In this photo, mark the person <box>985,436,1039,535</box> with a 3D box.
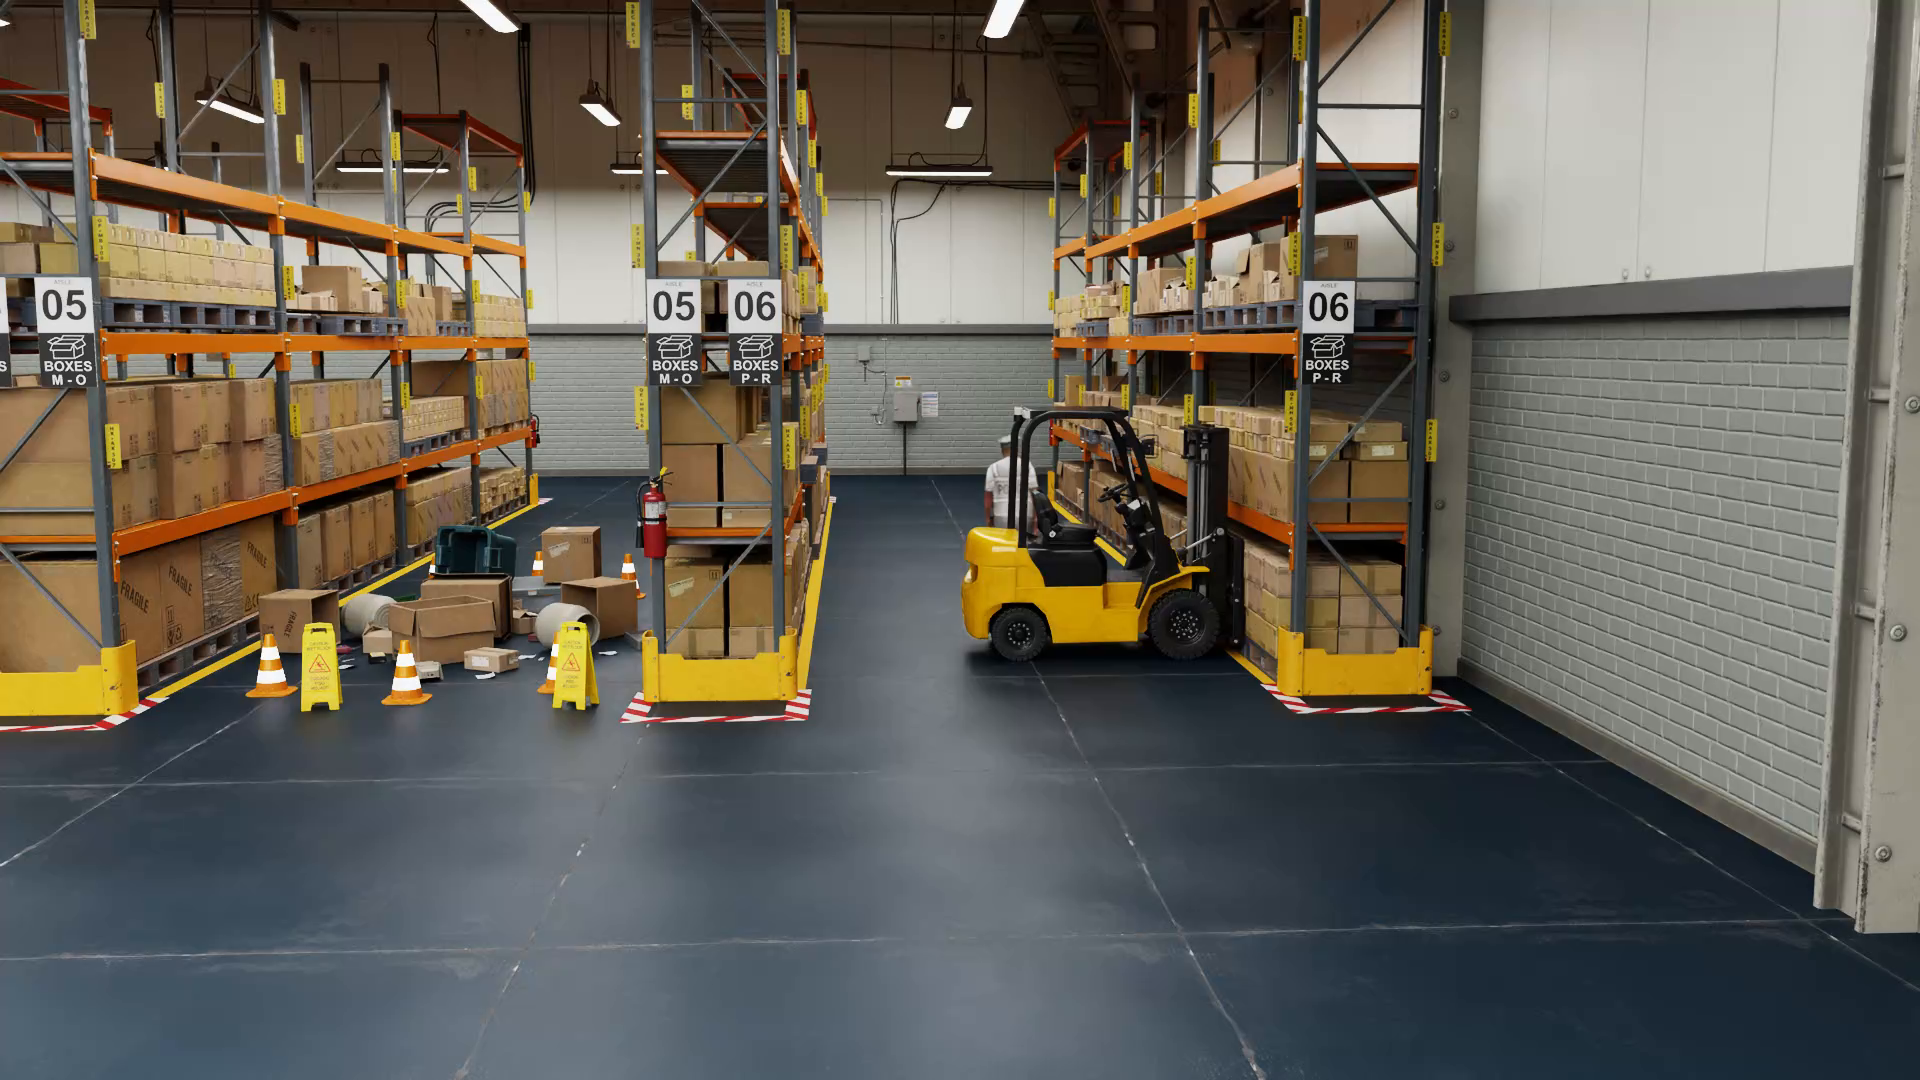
[{"bbox_3d":[0.544,-0.167,17.363,0.559,1.823,0.708,-1,7,-4],"label":"person"}]
